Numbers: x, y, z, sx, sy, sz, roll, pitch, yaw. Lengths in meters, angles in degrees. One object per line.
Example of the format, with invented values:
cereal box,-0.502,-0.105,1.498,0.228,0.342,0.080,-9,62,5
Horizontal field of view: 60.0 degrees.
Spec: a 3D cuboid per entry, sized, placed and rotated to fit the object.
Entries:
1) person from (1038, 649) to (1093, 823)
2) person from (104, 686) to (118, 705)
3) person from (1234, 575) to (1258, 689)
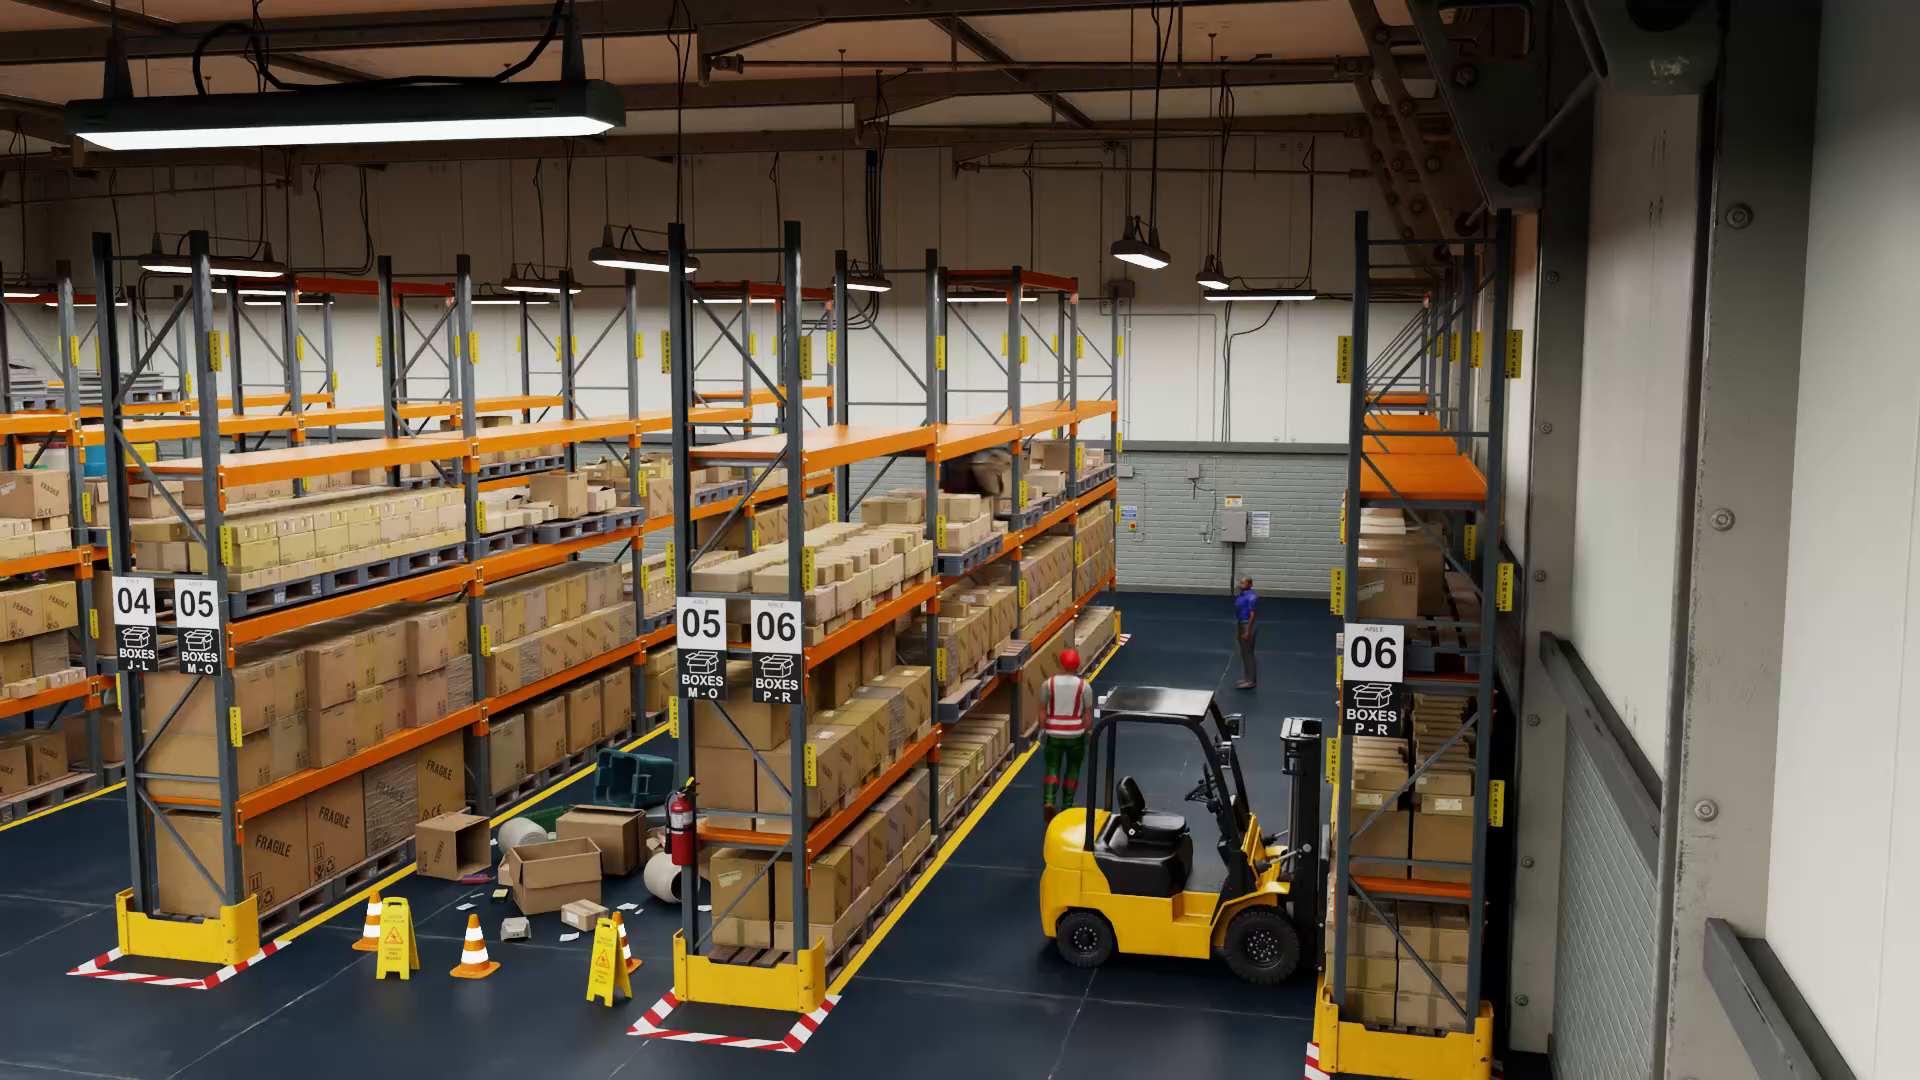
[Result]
person,1.072,2.001,16.949,0.535,1.804,0.549,2,7,17
person,-11.222,1.638,22.098,0.377,1.694,0.488,0,7,-1
person,4.221,1.346,24.592,0.328,1.662,0.477,0,7,-1
